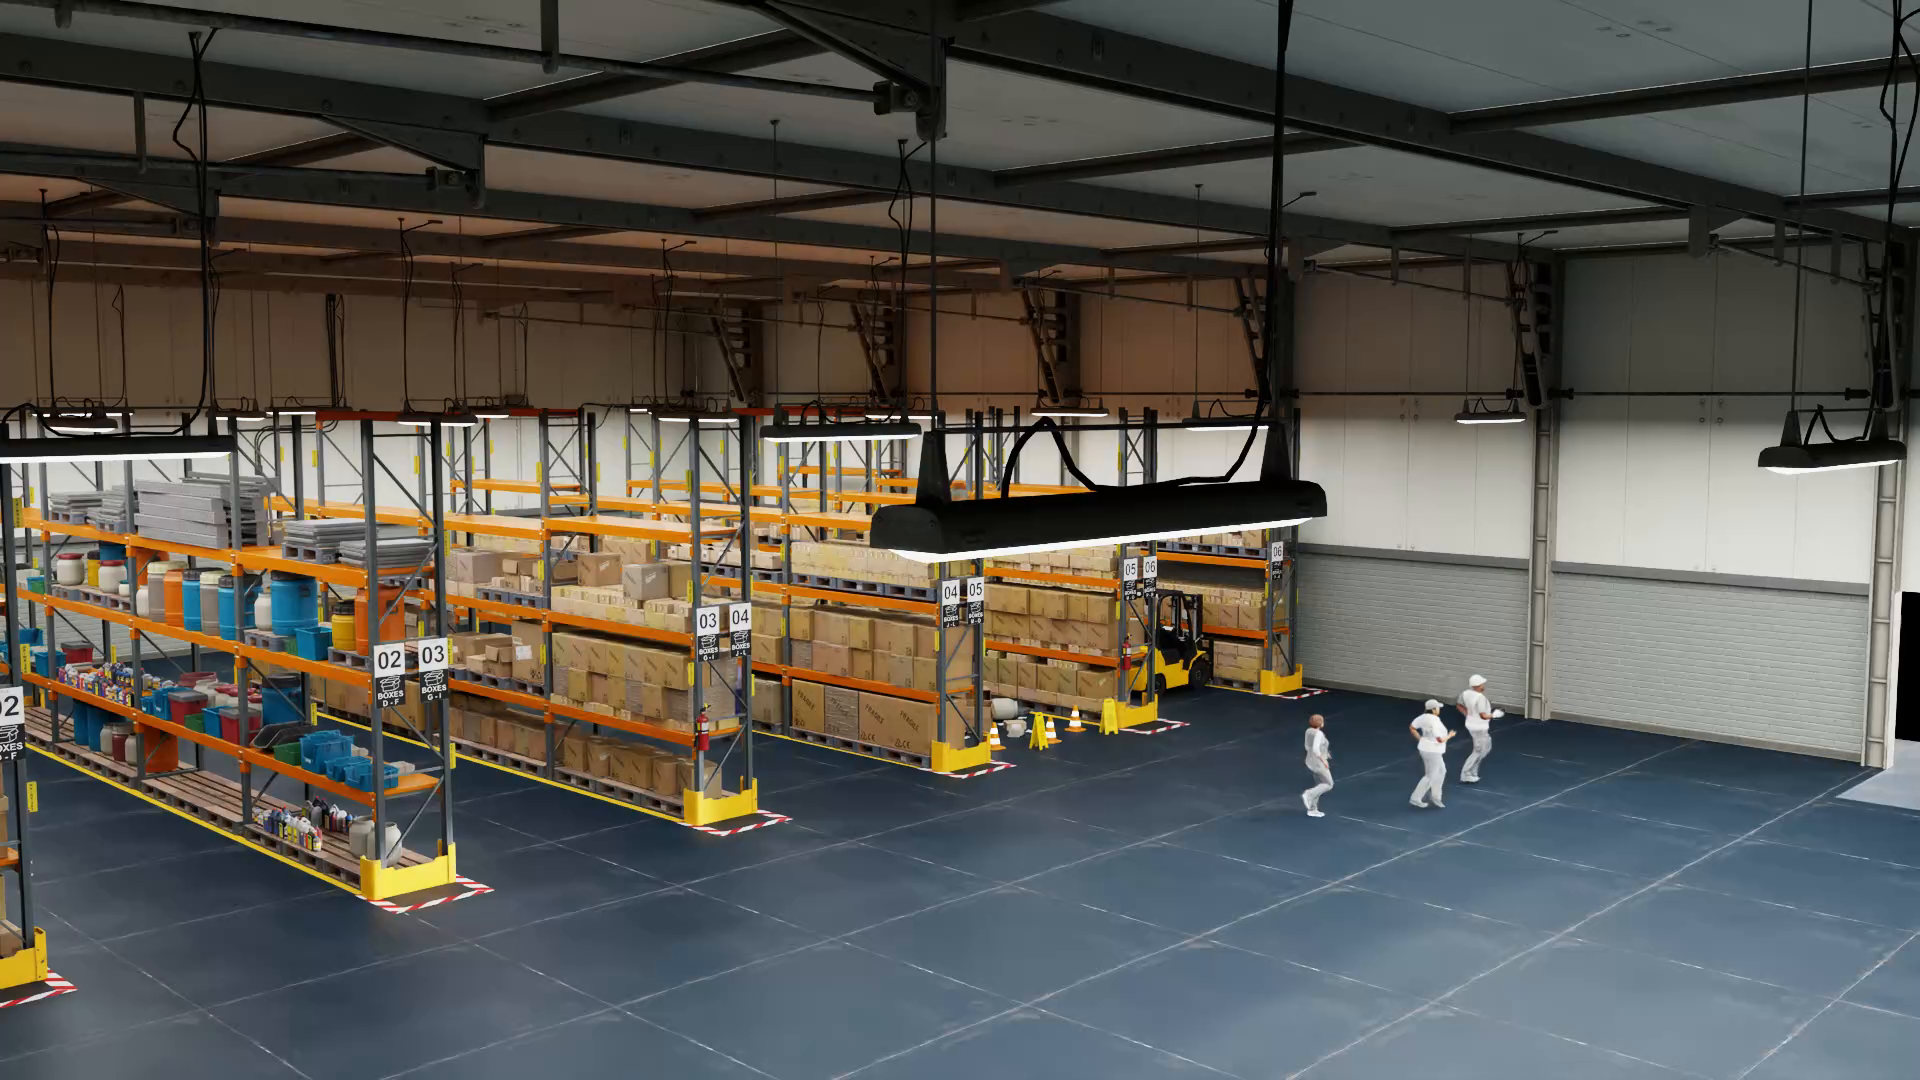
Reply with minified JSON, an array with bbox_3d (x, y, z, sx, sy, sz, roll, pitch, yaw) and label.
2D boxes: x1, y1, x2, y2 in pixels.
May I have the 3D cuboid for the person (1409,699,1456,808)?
[{"bbox_3d":[7.155,3.272,25.238,0.708,1.723,0.585,-1,5,-6],"label":"person"}]

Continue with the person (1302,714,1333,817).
[{"bbox_3d":[5.327,3.365,24.820,0.544,1.555,0.536,-1,5,-15],"label":"person"}]

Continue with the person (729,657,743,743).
[{"bbox_3d":[-4.075,2.850,30.222,0.682,1.648,0.577,4,6,36],"label":"person"}]

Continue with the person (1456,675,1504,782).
[{"bbox_3d":[8.441,3.062,26.954,0.652,1.779,0.662,0,5,-1],"label":"person"}]
